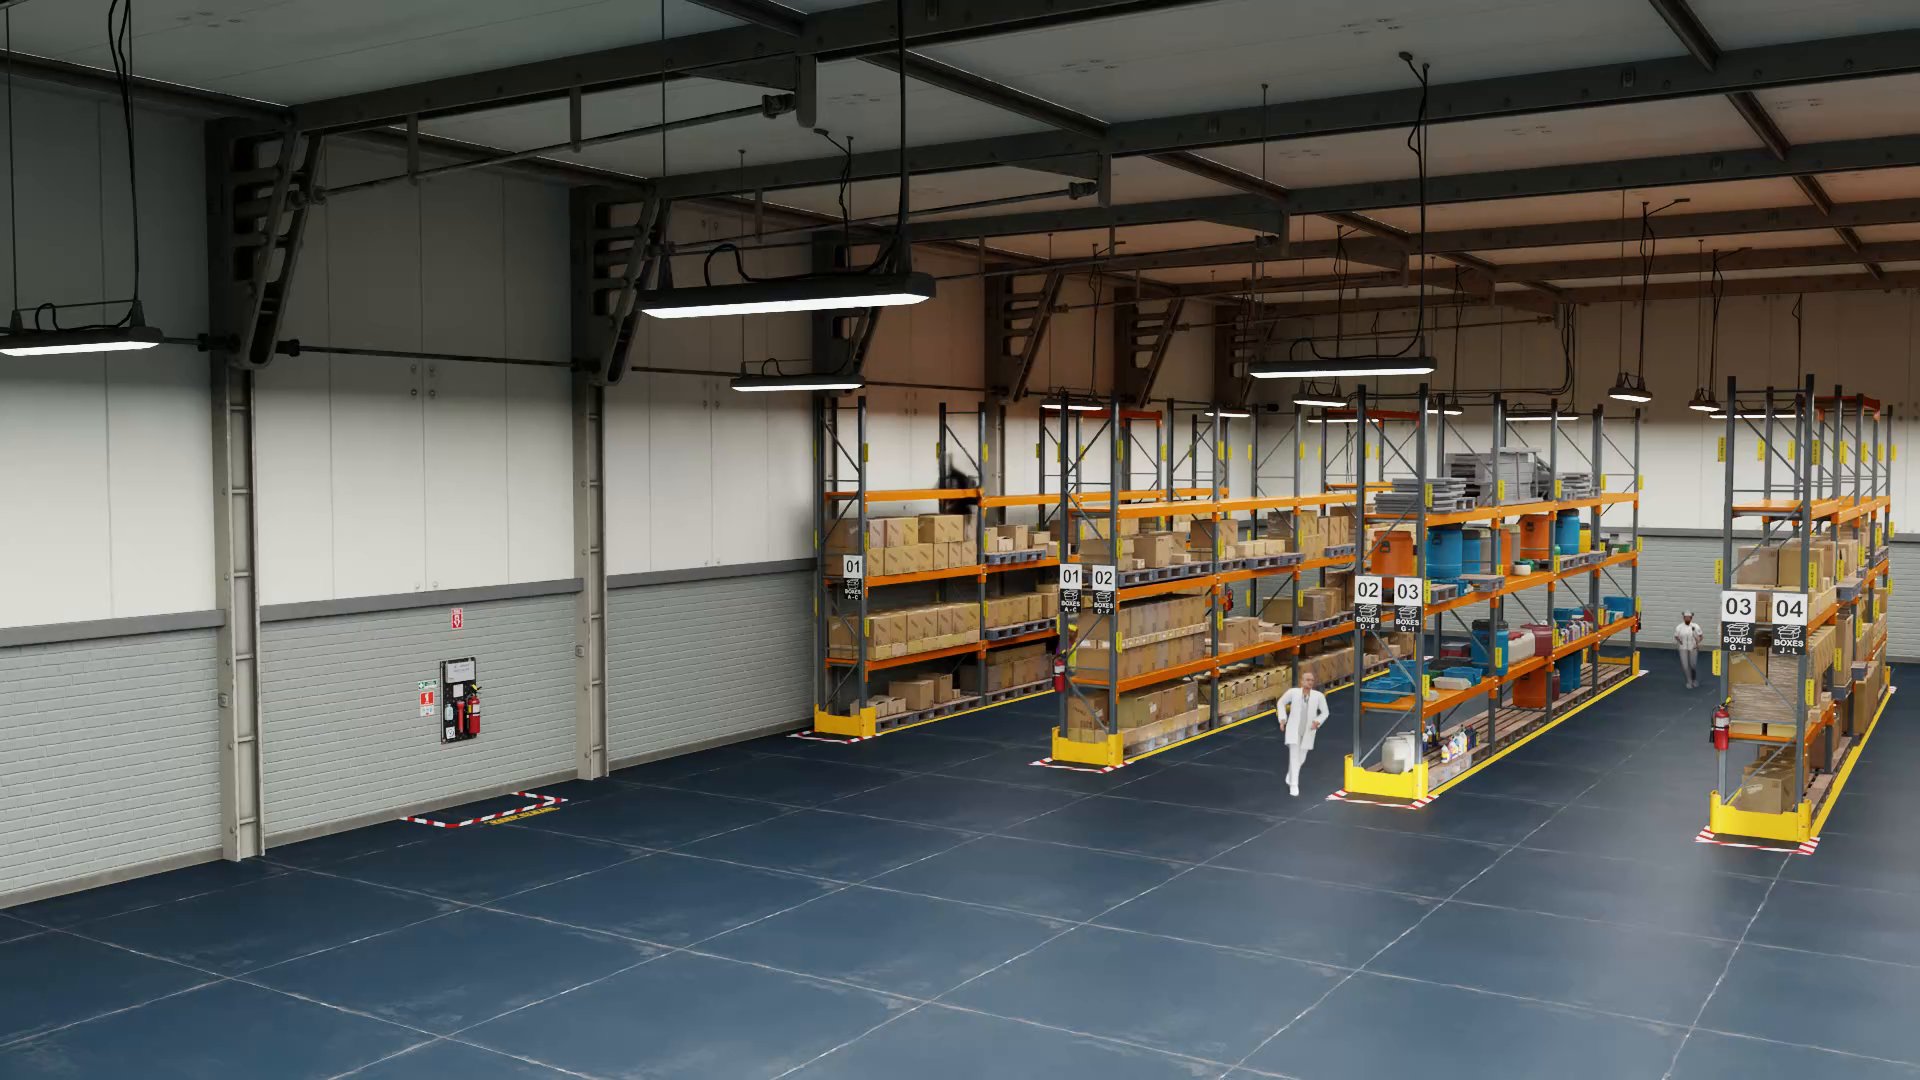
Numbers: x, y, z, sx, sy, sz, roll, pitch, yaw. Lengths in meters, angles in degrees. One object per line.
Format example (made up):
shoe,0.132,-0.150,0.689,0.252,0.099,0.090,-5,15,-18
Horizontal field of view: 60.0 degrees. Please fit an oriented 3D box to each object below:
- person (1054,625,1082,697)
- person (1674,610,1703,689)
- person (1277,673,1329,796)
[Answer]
person,2.053,2.420,30.698,0.704,1.723,0.694,1,3,20
person,15.448,2.323,35.288,0.561,1.666,0.539,2,3,27
person,5.080,2.844,24.641,0.741,1.768,0.860,0,3,4
